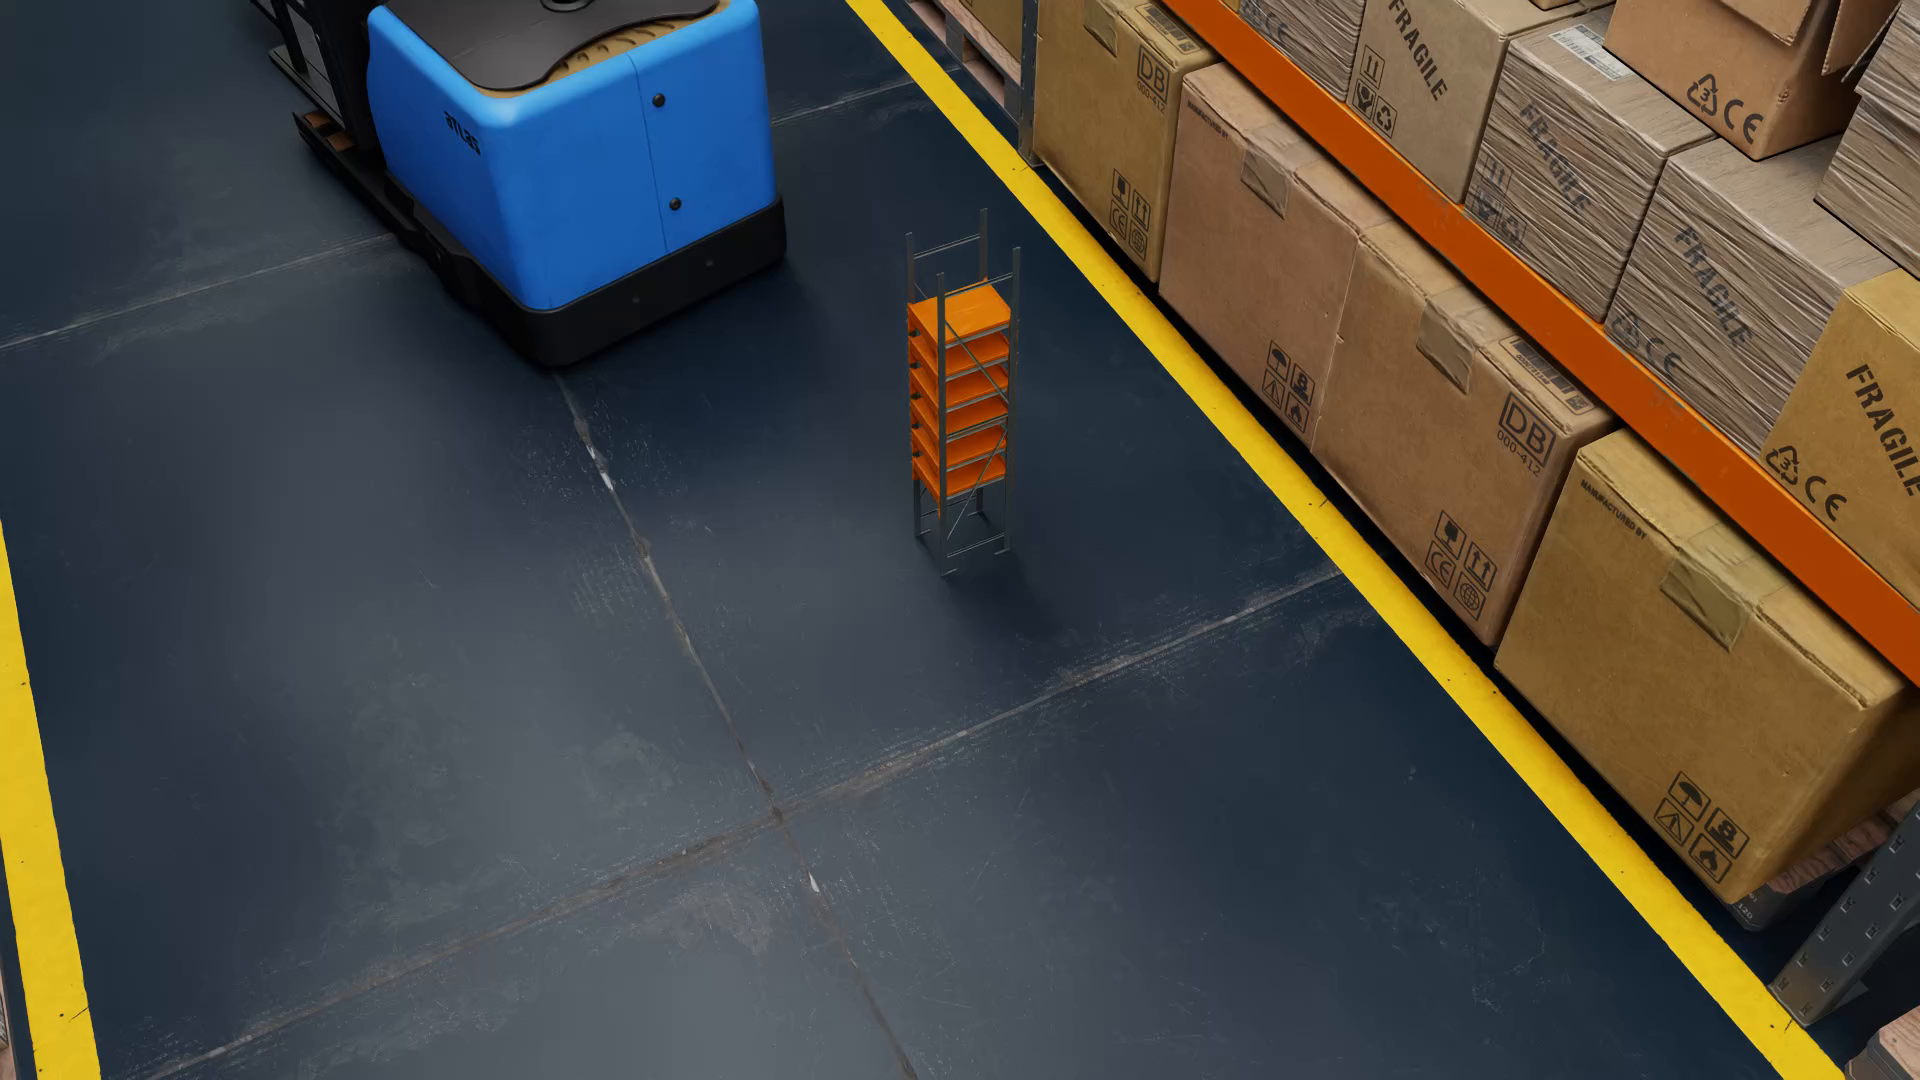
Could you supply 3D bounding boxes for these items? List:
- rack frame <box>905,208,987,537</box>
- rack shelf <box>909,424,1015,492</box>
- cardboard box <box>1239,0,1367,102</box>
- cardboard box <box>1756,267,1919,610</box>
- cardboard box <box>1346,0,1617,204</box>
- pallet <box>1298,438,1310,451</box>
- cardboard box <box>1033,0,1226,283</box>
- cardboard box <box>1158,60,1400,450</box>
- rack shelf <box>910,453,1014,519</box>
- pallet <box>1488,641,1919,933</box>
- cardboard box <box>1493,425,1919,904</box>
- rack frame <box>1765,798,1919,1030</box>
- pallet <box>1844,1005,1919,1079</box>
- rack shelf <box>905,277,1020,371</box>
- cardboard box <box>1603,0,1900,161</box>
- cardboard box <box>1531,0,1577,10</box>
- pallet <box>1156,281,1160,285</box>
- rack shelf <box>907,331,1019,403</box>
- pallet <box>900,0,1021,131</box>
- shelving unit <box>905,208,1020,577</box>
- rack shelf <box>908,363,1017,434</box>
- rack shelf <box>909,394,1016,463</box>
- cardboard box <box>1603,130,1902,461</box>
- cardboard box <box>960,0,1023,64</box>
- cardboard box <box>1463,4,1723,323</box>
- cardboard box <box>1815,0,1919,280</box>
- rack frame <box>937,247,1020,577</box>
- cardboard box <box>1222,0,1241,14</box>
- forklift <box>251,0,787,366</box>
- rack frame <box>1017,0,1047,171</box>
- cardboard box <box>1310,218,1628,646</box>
[{"bbox_3d":[-0.035,-0.447,4.843,0.240,1.200,0.006,-21,52,-18],"label":"rack frame"},{"bbox_3d":[0.007,-0.277,4.914,0.258,0.103,0.180,-21,52,-18],"label":"rack shelf"},{"bbox_3d":[1.148,-1.617,4.605,0.500,0.500,0.500,-22,52,-18],"label":"cardboard box"},{"bbox_3d":[2.084,-0.250,3.409,0.500,0.500,0.500,-20,52,-16],"label":"cardboard box"},{"bbox_3d":[1.389,-1.273,4.304,0.500,0.500,0.500,-20,52,-17],"label":"cardboard box"},{"bbox_3d":[1.683,-0.423,5.480,1.003,0.211,1.213,-21,52,-18],"label":"pallet"},{"bbox_3d":[1.011,-1.666,5.847,1.225,0.875,0.875,-21,52,-17],"label":"cardboard box"},{"bbox_3d":[1.420,-1.069,5.325,1.225,0.875,0.875,-23,53,-19],"label":"cardboard box"},{"bbox_3d":[0.007,-0.198,5.004,0.258,0.103,0.180,-21,52,-18],"label":"rack shelf"},{"bbox_3d":[2.237,0.392,4.767,1.003,0.211,1.213,-21,52,-18],"label":"pallet"},{"bbox_3d":[2.233,0.120,4.285,1.225,0.875,0.875,-23,53,-19],"label":"cardboard box"},{"bbox_3d":[2.531,0.028,3.233,1.000,3.000,0.127,-21,52,-18],"label":"rack frame"},{"bbox_3d":[2.887,1.470,3.824,1.003,0.211,1.213,-21,52,-18],"label":"pallet"},{"bbox_3d":[0.007,-0.593,4.552,0.258,0.103,0.180,-21,52,-18],"label":"rack shelf"},{"bbox_3d":[1.915,-1.267,3.633,0.797,0.503,0.637,-20,52,-17],"label":"cardboard box"},{"bbox_3d":[1.602,-1.714,4.023,0.797,0.503,0.637,-20,52,-16],"label":"cardboard box"},{"bbox_3d":[1.120,-1.241,6.195,1.003,0.211,1.213,-21,52,-18],"label":"pallet"},{"bbox_3d":[0.007,-0.514,4.643,0.258,0.103,0.180,-21,52,-18],"label":"rack shelf"},{"bbox_3d":[0.422,-2.267,7.093,1.003,0.211,1.213,-21,52,-18],"label":"pallet"},{"bbox_3d":[0.007,-0.385,4.790,0.258,1.200,0.189,-21,52,-18],"label":"shelving unit"},{"bbox_3d":[0.007,-0.435,4.733,0.258,0.103,0.180,-21,52,-18],"label":"rack shelf"},{"bbox_3d":[0.007,-0.356,4.823,0.258,0.103,0.180,-21,52,-18],"label":"rack shelf"},{"bbox_3d":[1.861,-0.586,3.703,0.500,0.500,0.500,-22,52,-18],"label":"cardboard box"},{"bbox_3d":[0.469,-2.557,6.626,0.875,0.875,0.875,-21,52,-18],"label":"cardboard box"},{"bbox_3d":[1.621,-0.932,4.006,0.500,0.500,0.500,-23,53,-19],"label":"cardboard box"},{"bbox_3d":[2.210,-0.830,3.250,0.797,0.503,0.637,-20,52,-16],"label":"cardboard box"},{"bbox_3d":[0.048,-0.324,4.736,0.240,1.200,0.006,-21,52,-18],"label":"rack frame"},{"bbox_3d":[0.919,-1.952,4.898,0.500,0.500,0.500,-21,52,-17],"label":"cardboard box"},{"bbox_3d":[-1.961,-2.604,5.581,1.130,2.935,3.031,-32,56,-25],"label":"forklift"},{"bbox_3d":[0.700,-2.649,5.574,1.000,3.000,0.127,-21,52,-18],"label":"rack frame"},{"bbox_3d":[1.832,-0.479,4.809,1.225,0.875,0.875,-21,52,-17],"label":"cardboard box"}]
